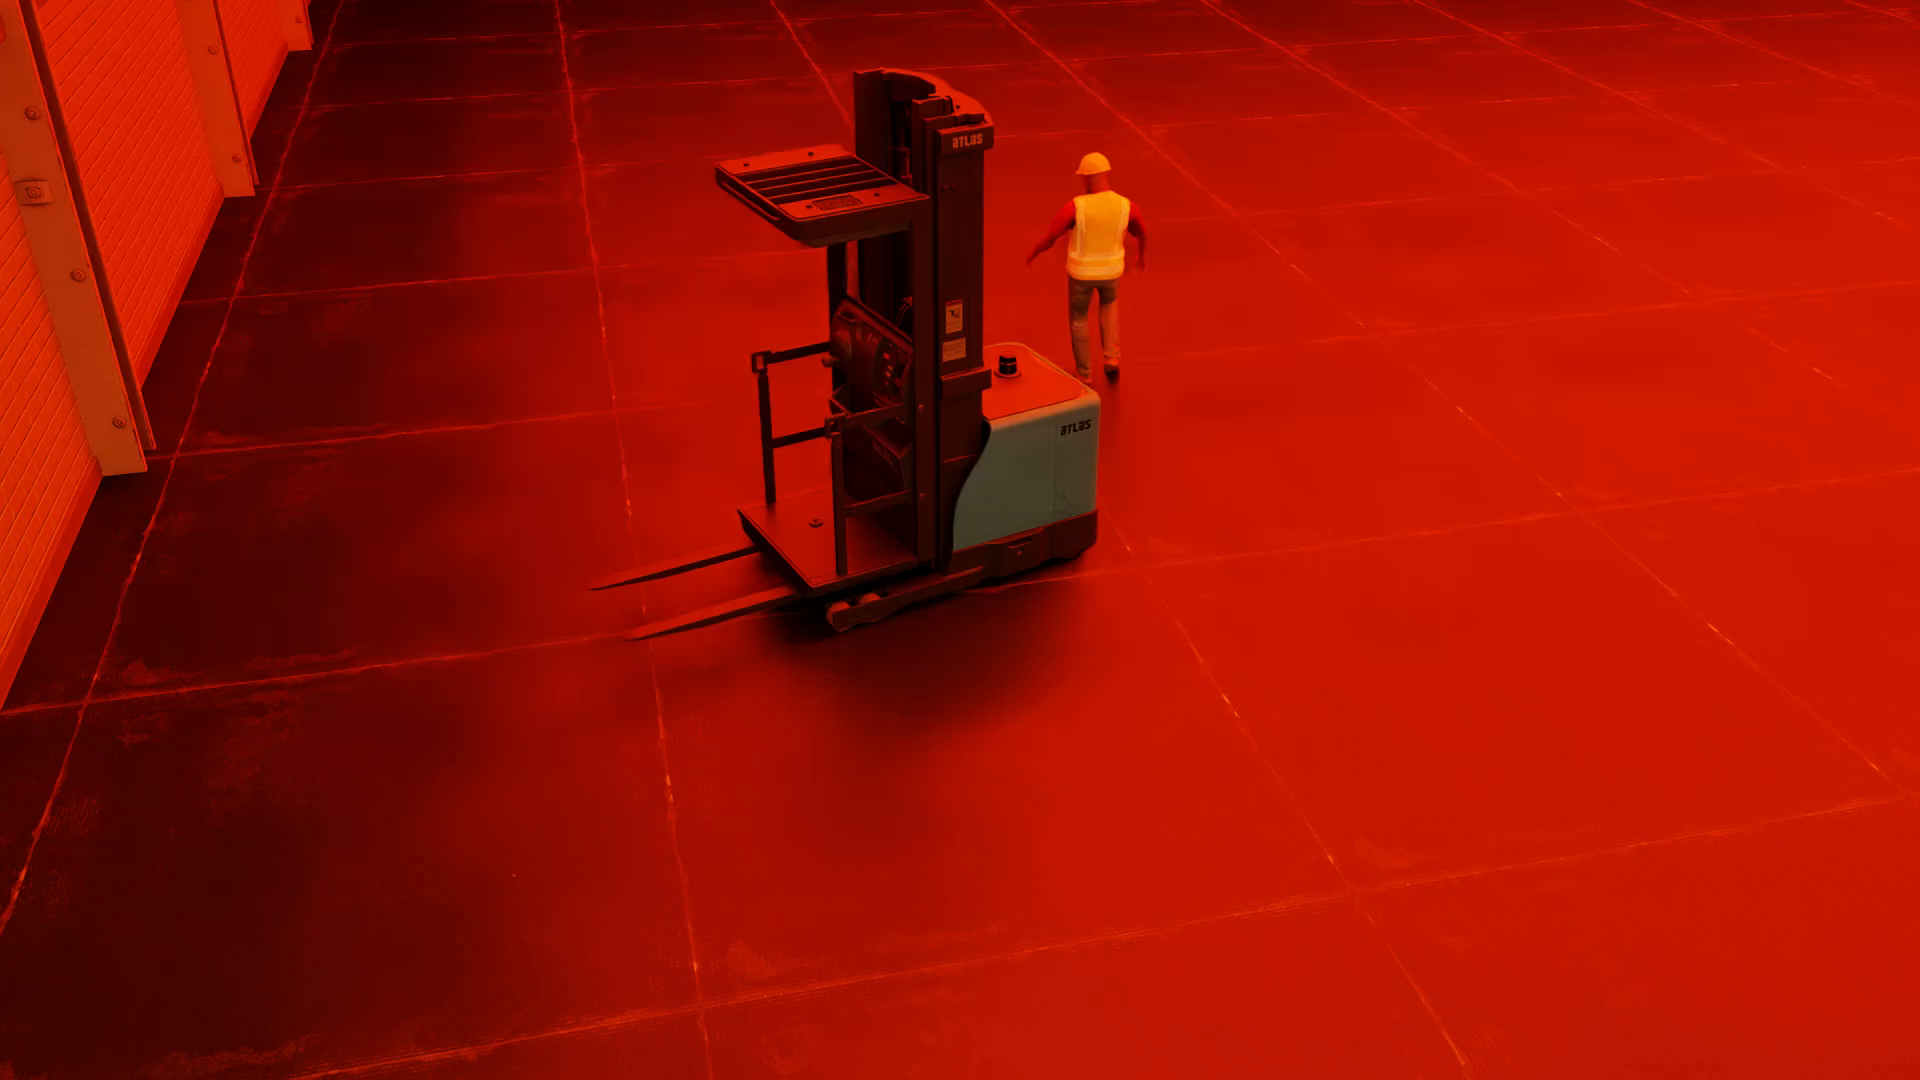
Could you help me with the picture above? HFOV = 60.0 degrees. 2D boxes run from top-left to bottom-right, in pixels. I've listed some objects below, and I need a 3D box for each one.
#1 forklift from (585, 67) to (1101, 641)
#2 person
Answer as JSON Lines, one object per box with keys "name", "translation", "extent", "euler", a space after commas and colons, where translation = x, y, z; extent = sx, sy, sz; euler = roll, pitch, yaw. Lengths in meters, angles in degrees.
{"name": "forklift", "translation": [-0.684, -1.044, 9.377], "extent": [3.031, 2.935, 1.130], "euler": [-16, 34, -25]}
{"name": "person", "translation": [0.952, -1.987, 12.227], "extent": [0.907, 1.773, 0.501], "euler": [-3, 30, -4]}
